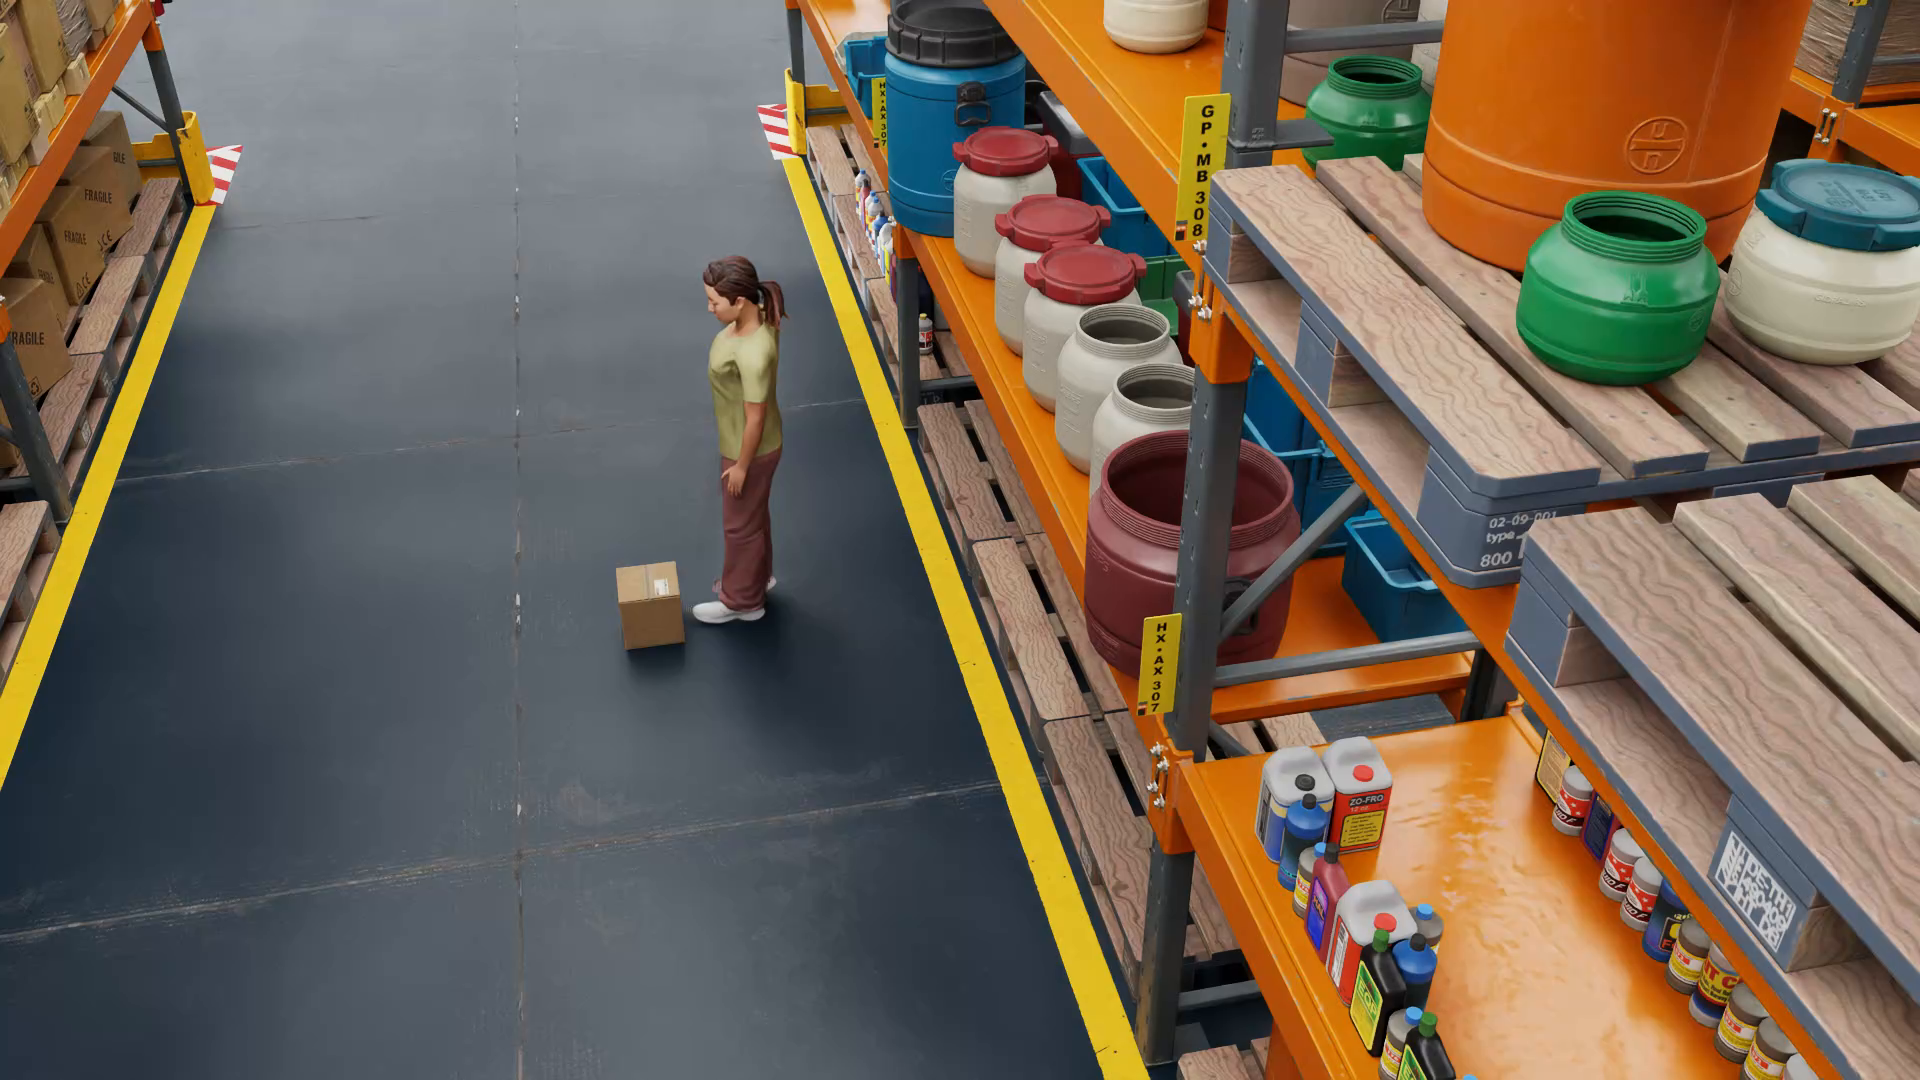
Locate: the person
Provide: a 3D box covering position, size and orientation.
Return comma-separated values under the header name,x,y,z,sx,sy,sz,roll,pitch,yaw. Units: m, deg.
name,x,y,z,sx,sy,sz,roll,pitch,yaw
person,-0.895,-0.363,6.677,0.496,1.723,0.503,-3,35,-5
